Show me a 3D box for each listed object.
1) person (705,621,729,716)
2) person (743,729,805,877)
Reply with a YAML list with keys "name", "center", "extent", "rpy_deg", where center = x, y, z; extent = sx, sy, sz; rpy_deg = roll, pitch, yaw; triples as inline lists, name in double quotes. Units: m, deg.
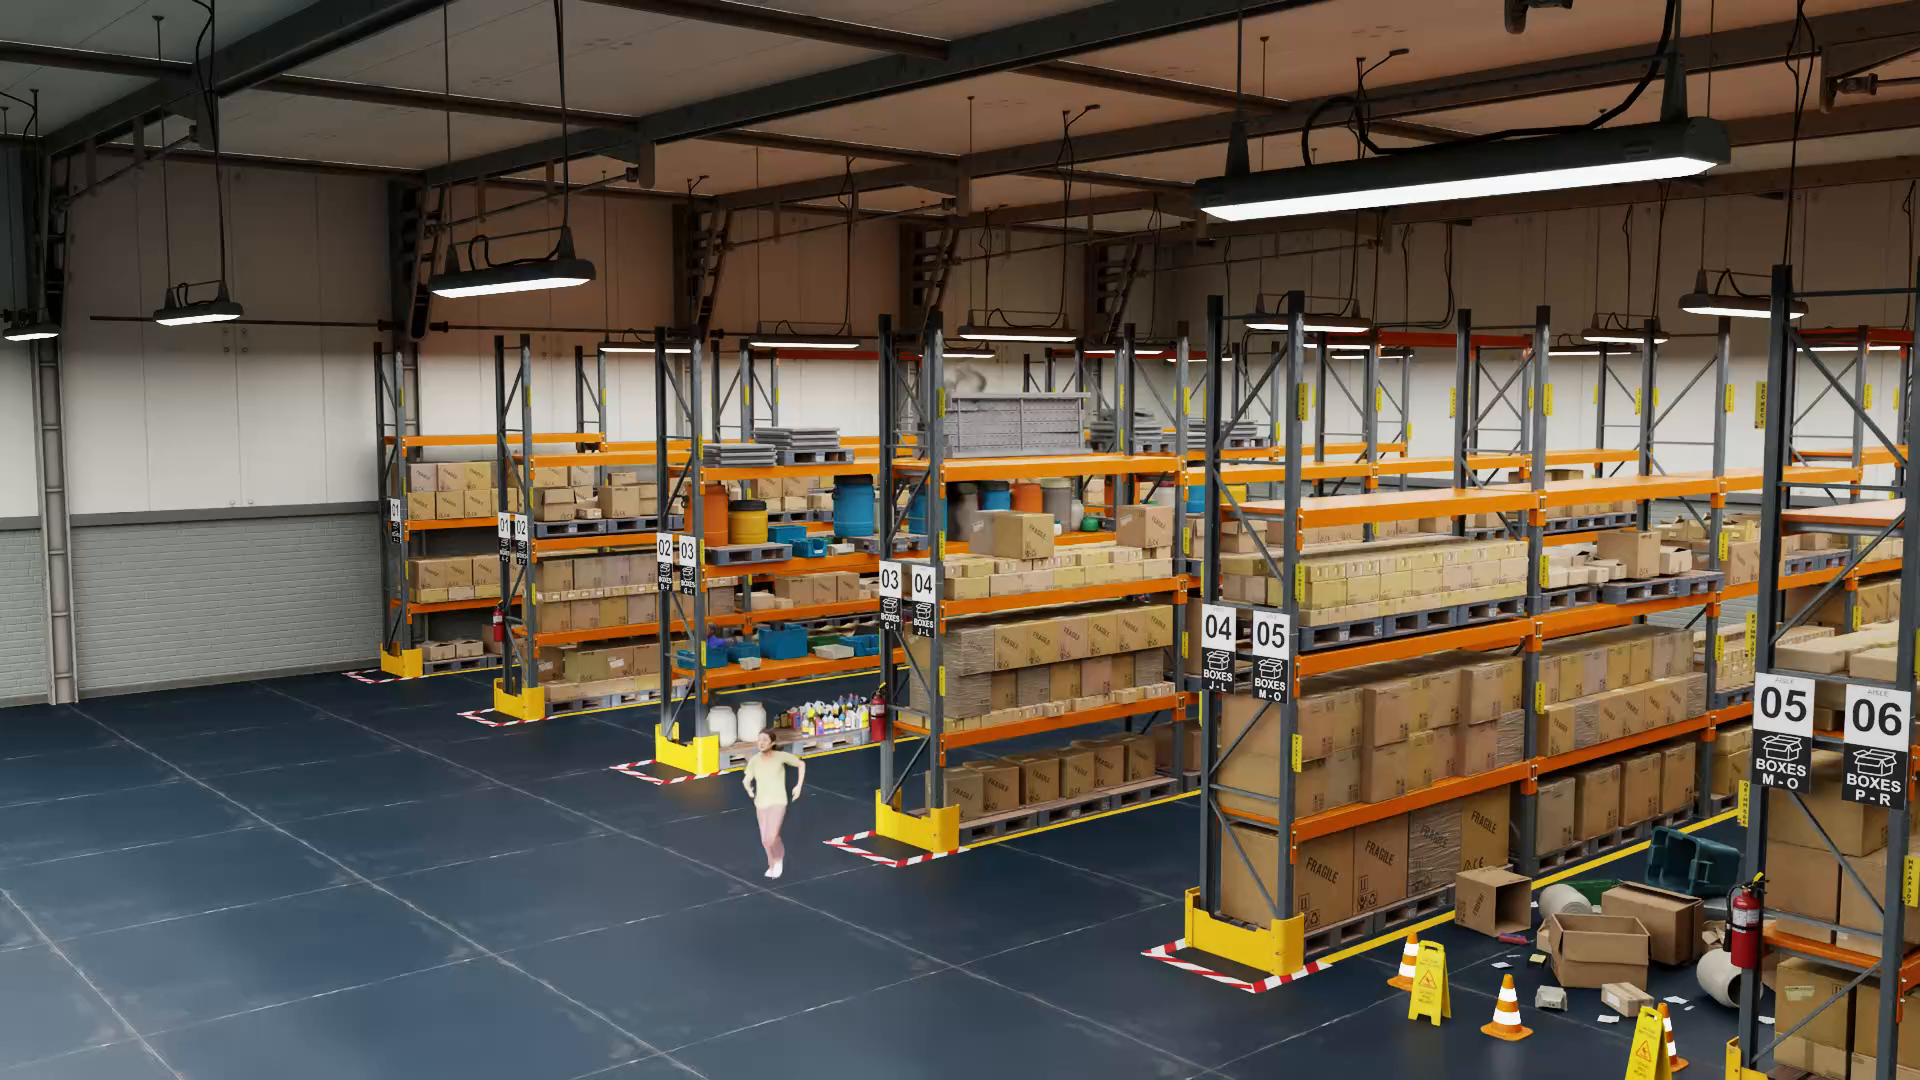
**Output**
- name: "person"
  center: [-3.731, 2.081, 25.048]
  extent: [0.723, 1.717, 0.589]
  rpy_deg: [-5, 7, -44]
- name: "person"
  center: [-1.958, 2.765, 17.326]
  extent: [0.592, 1.622, 0.755]
  rpy_deg: [1, 5, 15]
